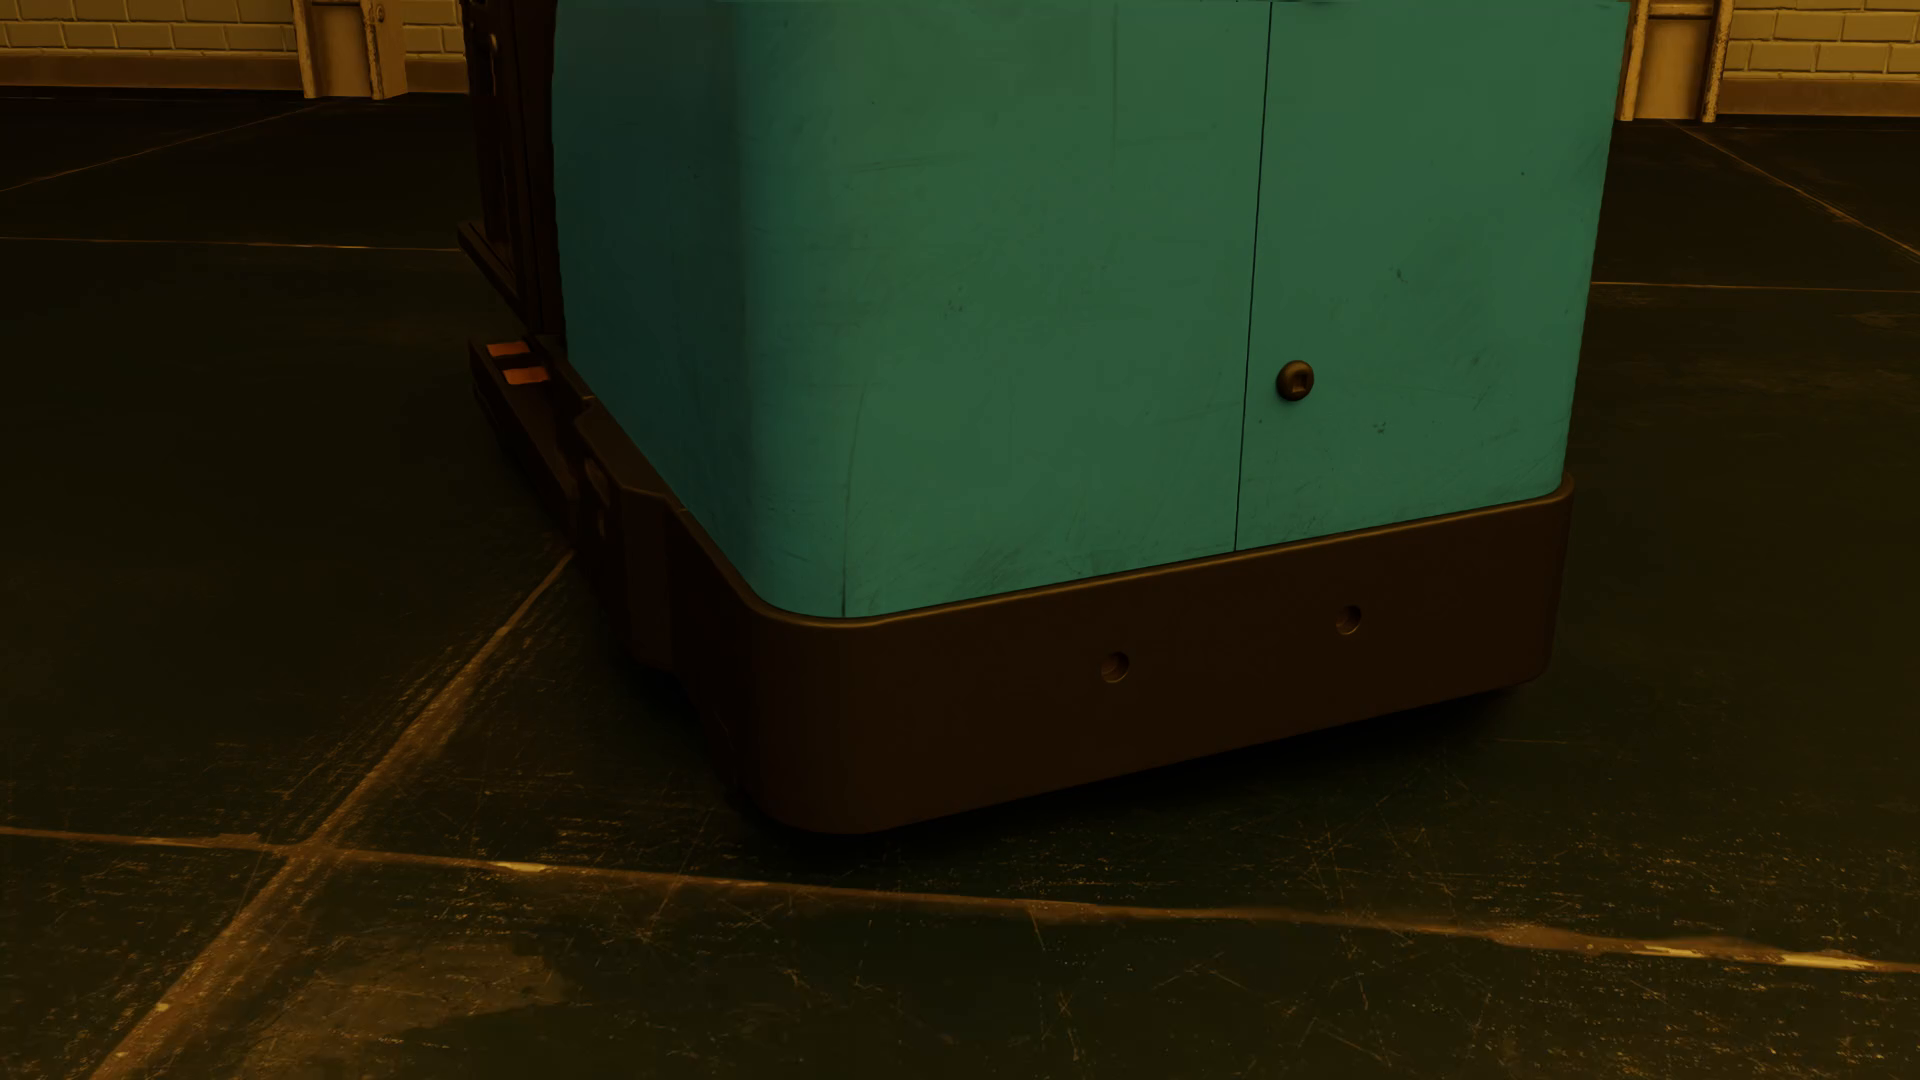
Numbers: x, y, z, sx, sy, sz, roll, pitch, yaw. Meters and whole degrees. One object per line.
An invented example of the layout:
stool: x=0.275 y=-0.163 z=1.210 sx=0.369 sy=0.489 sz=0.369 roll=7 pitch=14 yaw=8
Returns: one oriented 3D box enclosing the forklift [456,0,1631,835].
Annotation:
forklift: x=-0.304 y=-1.570 z=2.653 sx=1.130 sy=2.935 sz=3.031 roll=-9 pitch=24 yaw=-22
